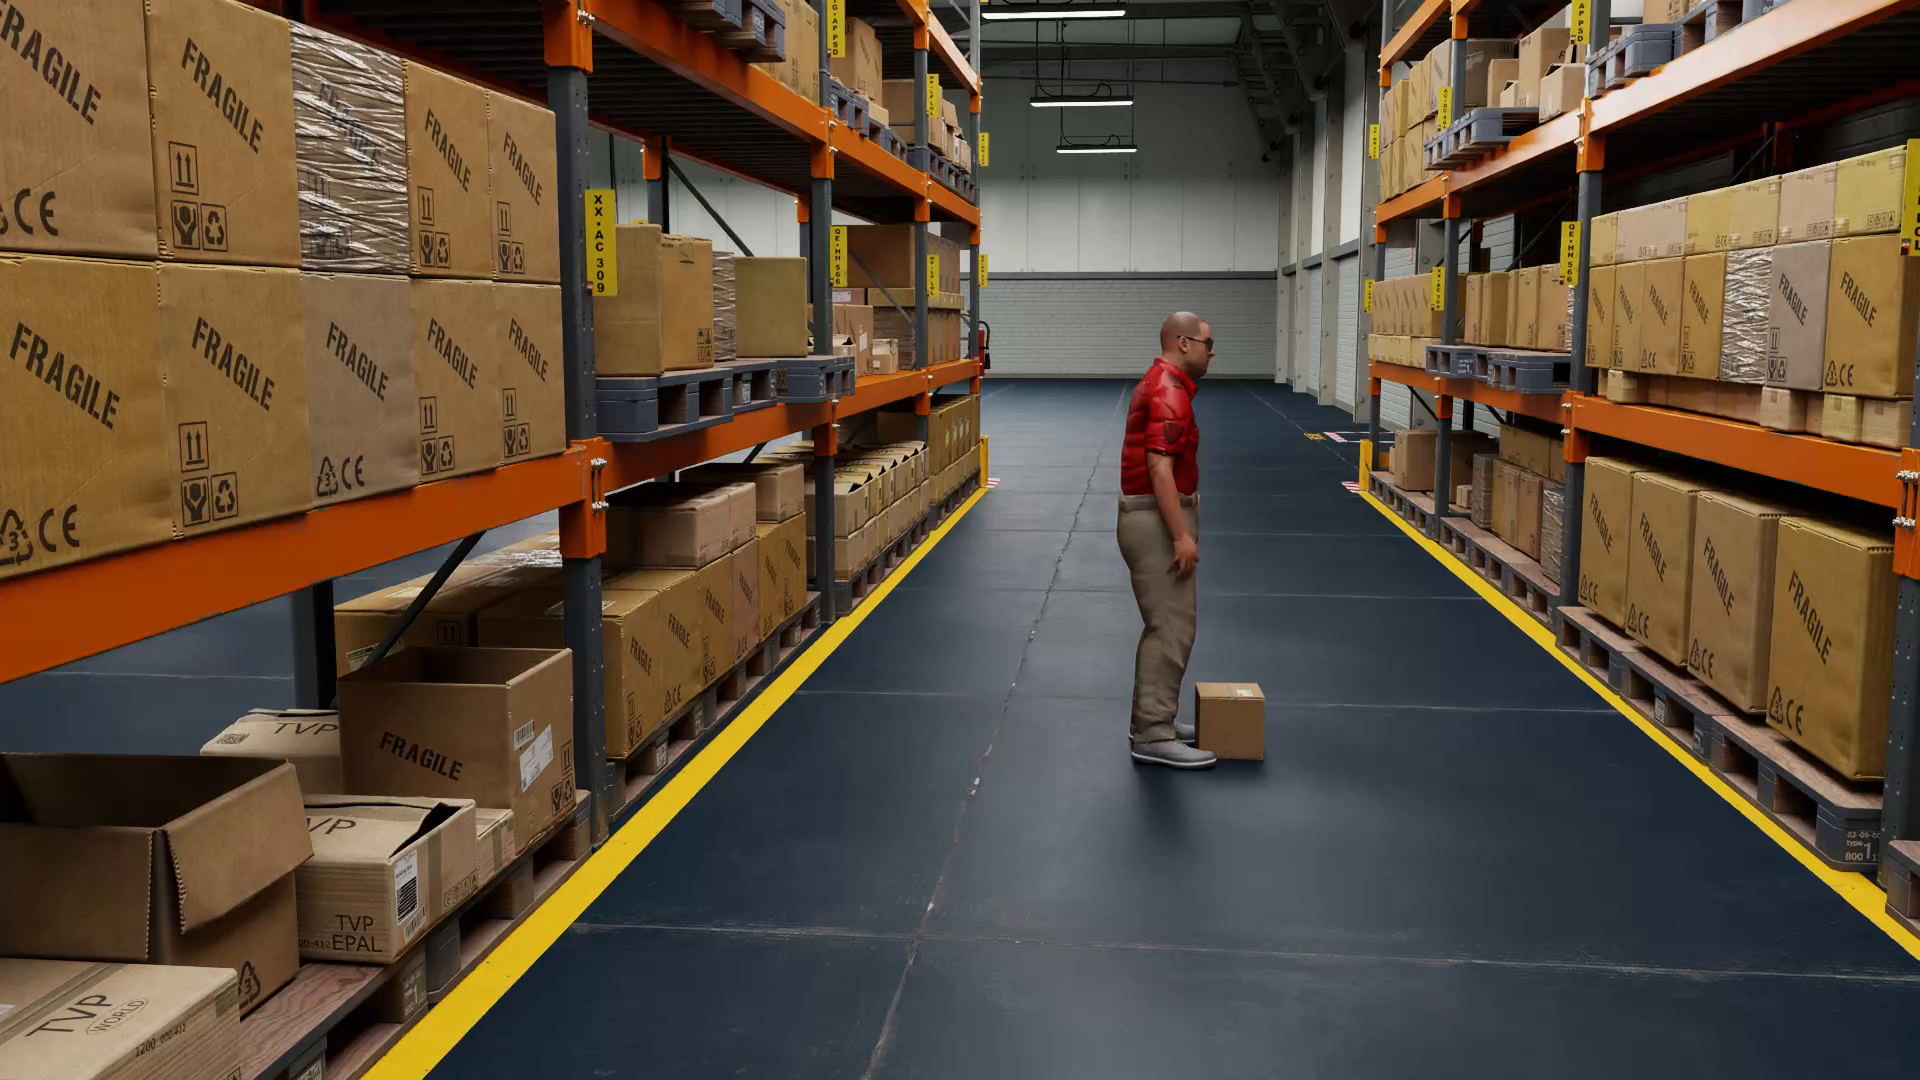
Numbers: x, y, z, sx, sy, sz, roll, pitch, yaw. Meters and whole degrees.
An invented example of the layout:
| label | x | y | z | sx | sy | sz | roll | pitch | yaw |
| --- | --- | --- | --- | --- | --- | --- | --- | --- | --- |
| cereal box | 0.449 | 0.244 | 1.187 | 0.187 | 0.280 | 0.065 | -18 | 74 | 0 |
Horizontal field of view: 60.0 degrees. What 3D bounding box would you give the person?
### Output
| label | x | y | z | sx | sy | sz | roll | pitch | yaw |
| --- | --- | --- | --- | --- | --- | --- | --- | --- | --- |
| person | 0.812 | -0.022 | 6.502 | 0.380 | 1.728 | 0.604 | 0 | 8 | 4 |
